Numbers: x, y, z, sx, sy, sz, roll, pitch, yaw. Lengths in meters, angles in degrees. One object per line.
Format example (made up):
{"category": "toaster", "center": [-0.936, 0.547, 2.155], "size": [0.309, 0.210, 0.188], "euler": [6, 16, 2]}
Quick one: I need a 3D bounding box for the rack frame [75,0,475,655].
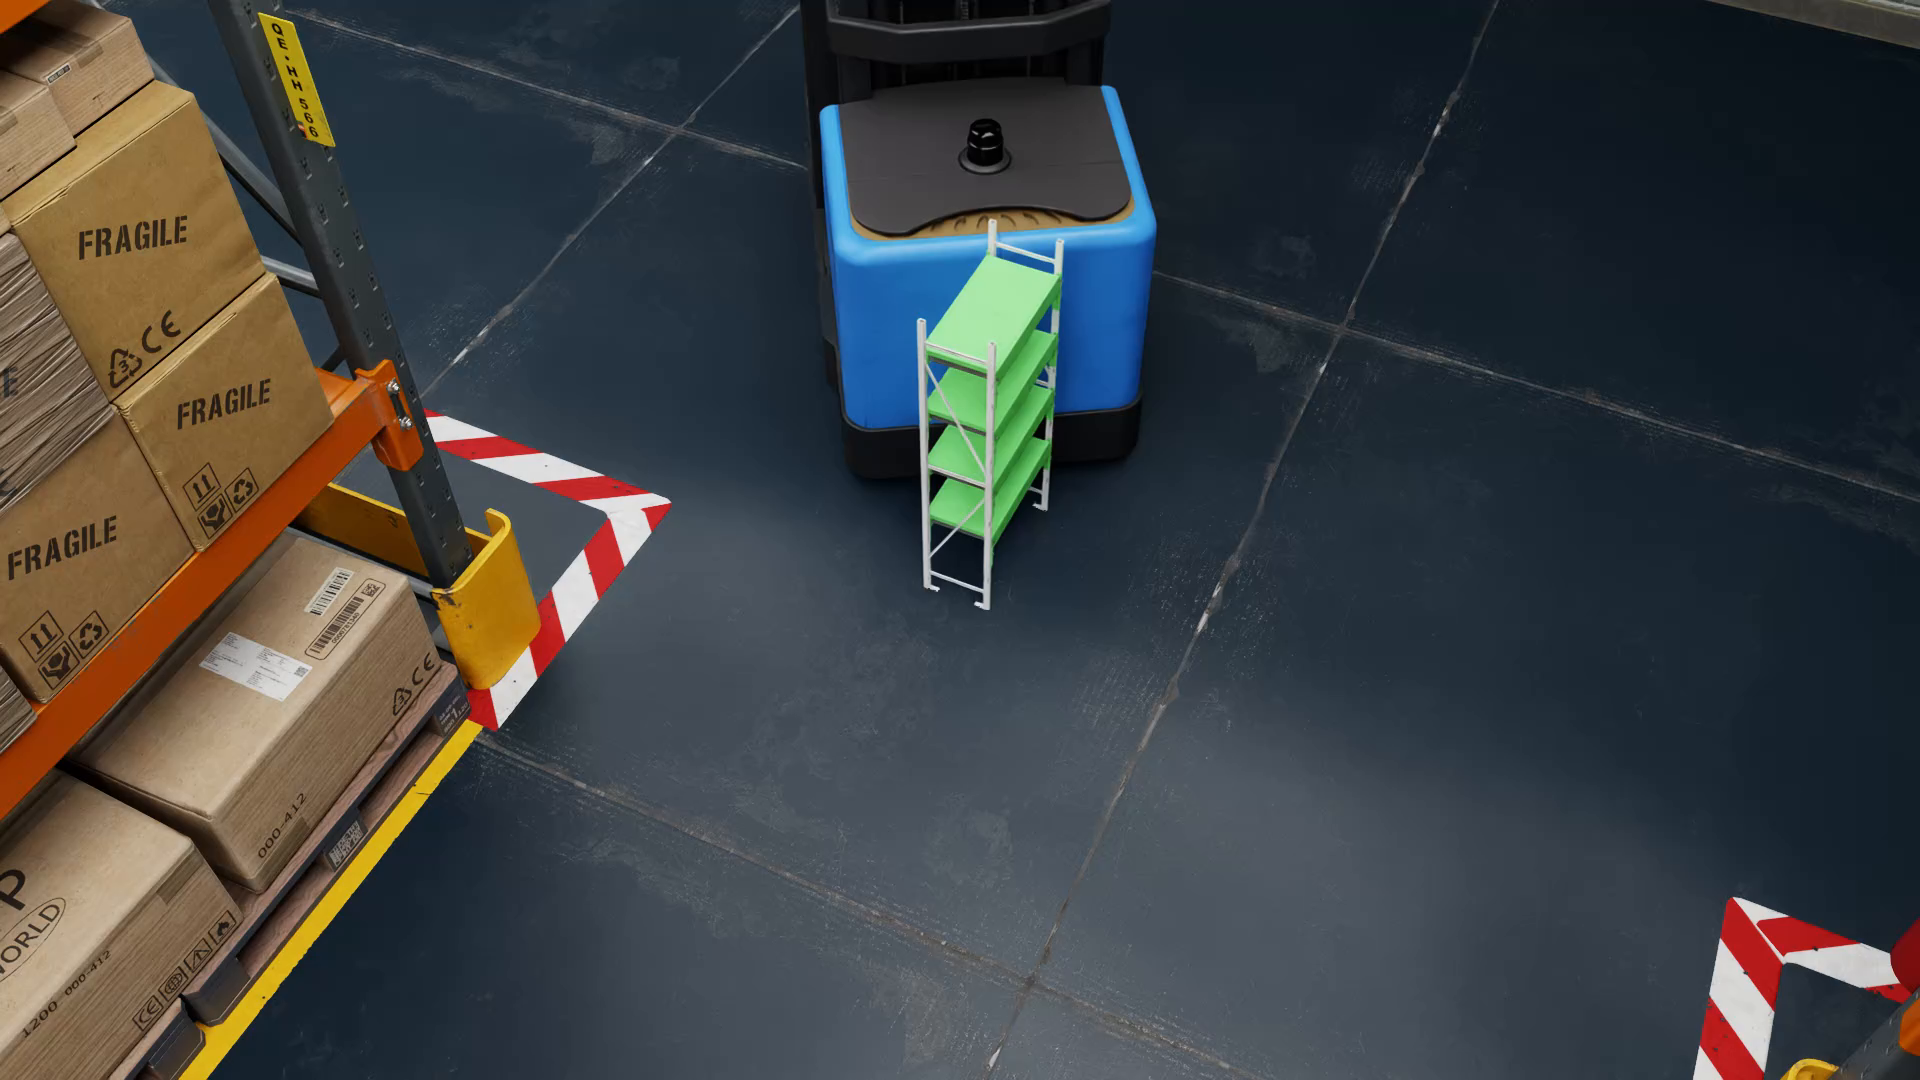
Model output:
{"category": "rack frame", "center": [-1.977, -0.765, 4.432], "size": [1.000, 3.000, 0.127], "euler": [20, 52, 16]}

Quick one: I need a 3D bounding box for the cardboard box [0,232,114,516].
{"category": "cardboard box", "center": [-2.165, -0.343, 3.350], "size": [0.500, 0.500, 0.500], "euler": [20, 52, 16]}

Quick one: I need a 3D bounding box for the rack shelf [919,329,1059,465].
{"category": "rack shelf", "center": [0.094, -0.478, 5.138], "size": [0.258, 0.148, 0.480], "euler": [20, 52, 16]}

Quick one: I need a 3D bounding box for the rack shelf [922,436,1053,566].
{"category": "rack shelf", "center": [0.094, -0.167, 5.503], "size": [0.258, 0.148, 0.480], "euler": [20, 52, 16]}

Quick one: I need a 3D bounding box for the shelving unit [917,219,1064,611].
{"category": "shelving unit", "center": [0.094, -0.364, 5.272], "size": [0.258, 1.200, 0.503], "euler": [20, 52, 16]}

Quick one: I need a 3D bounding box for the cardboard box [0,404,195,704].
{"category": "cardboard box", "center": [-2.172, -0.039, 3.748], "size": [0.500, 0.500, 0.500], "euler": [19, 52, 15]}

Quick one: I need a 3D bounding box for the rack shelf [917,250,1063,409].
{"category": "rack shelf", "center": [0.094, -0.634, 4.955], "size": [0.258, 0.148, 0.480], "euler": [20, 52, 16]}

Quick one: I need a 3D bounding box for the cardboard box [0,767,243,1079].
{"category": "cardboard box", "center": [-2.552, 1.049, 4.294], "size": [0.875, 0.438, 0.875], "euler": [21, 53, 17]}

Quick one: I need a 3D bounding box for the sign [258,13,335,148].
{"category": "sign", "center": [-1.492, -1.031, 3.742], "size": [0.100, 0.325, 0.005], "euler": [20, 52, 16]}

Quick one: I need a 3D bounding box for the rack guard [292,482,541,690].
{"category": "rack guard", "center": [-1.967, 0.028, 5.398], "size": [1.175, 0.500, 0.348], "euler": [20, 52, 16]}

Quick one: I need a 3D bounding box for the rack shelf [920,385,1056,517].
{"category": "rack shelf", "center": [0.094, -0.323, 5.321], "size": [0.258, 0.148, 0.480], "euler": [20, 52, 16]}

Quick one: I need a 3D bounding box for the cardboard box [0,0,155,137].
{"category": "cardboard box", "center": [-1.949, -1.020, 3.500], "size": [0.380, 0.149, 0.250], "euler": [20, 53, 17]}

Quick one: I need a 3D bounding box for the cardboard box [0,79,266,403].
{"category": "cardboard box", "center": [-1.968, -0.712, 3.664], "size": [0.500, 0.500, 0.500], "euler": [21, 53, 17]}

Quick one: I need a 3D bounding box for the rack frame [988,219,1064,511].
{"category": "rack frame", "center": [0.198, -0.532, 5.415], "size": [0.240, 1.200, 0.015], "euler": [20, 52, 16]}

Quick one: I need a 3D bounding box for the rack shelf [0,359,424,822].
{"category": "rack shelf", "center": [-2.832, 0.845, 3.534], "size": [1.077, 0.370, 4.000], "euler": [20, 52, 16]}

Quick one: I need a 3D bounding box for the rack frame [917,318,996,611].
{"category": "rack frame", "center": [-0.010, -0.196, 5.129], "size": [0.240, 1.200, 0.015], "euler": [20, 52, 16]}

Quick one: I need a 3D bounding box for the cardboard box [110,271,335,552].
{"category": "cardboard box", "center": [-1.944, -0.379, 4.038], "size": [0.500, 0.500, 0.500], "euler": [20, 53, 16]}

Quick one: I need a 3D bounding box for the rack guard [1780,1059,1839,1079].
{"category": "rack guard", "center": [2.480, 1.710, 3.967], "size": [1.175, 0.500, 0.348], "euler": [20, 52, 16]}

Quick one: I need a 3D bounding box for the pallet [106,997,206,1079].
{"category": "pallet", "center": [-2.770, 1.552, 4.291], "size": [1.003, 0.211, 1.213], "euler": [20, 52, 16]}

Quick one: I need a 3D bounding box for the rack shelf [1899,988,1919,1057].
{"category": "rack shelf", "center": [1.658, 2.458, 2.162], "size": [1.077, 0.370, 4.000], "euler": [20, 52, 16]}

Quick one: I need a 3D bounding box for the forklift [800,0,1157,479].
{"category": "forklift", "center": [-0.052, -2.301, 5.783], "size": [1.130, 2.935, 3.031], "euler": [-5, 50, -4]}

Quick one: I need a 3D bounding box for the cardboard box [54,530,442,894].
{"category": "cardboard box", "center": [-2.169, 0.416, 4.833], "size": [0.875, 0.438, 0.875], "euler": [18, 52, 15]}

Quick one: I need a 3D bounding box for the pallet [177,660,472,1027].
{"category": "pallet", "center": [-2.248, 0.715, 5.003], "size": [1.003, 0.211, 1.213], "euler": [20, 52, 16]}

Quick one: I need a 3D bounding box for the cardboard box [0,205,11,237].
{"category": "cardboard box", "center": [-2.070, -0.632, 3.170], "size": [0.380, 0.149, 0.250], "euler": [19, 52, 16]}

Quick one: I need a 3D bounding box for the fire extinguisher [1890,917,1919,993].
{"category": "fire extinguisher", "center": [2.157, 0.742, 3.445], "size": [0.296, 0.674, 0.183], "euler": [20, 52, 16]}

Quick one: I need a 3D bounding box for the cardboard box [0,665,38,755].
{"category": "cardboard box", "center": [-2.383, 0.319, 3.444], "size": [0.500, 0.500, 0.500], "euler": [21, 53, 17]}

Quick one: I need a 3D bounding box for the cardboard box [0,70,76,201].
{"category": "cardboard box", "center": [-2.036, -0.837, 3.345], "size": [0.380, 0.149, 0.250], "euler": [21, 53, 17]}
